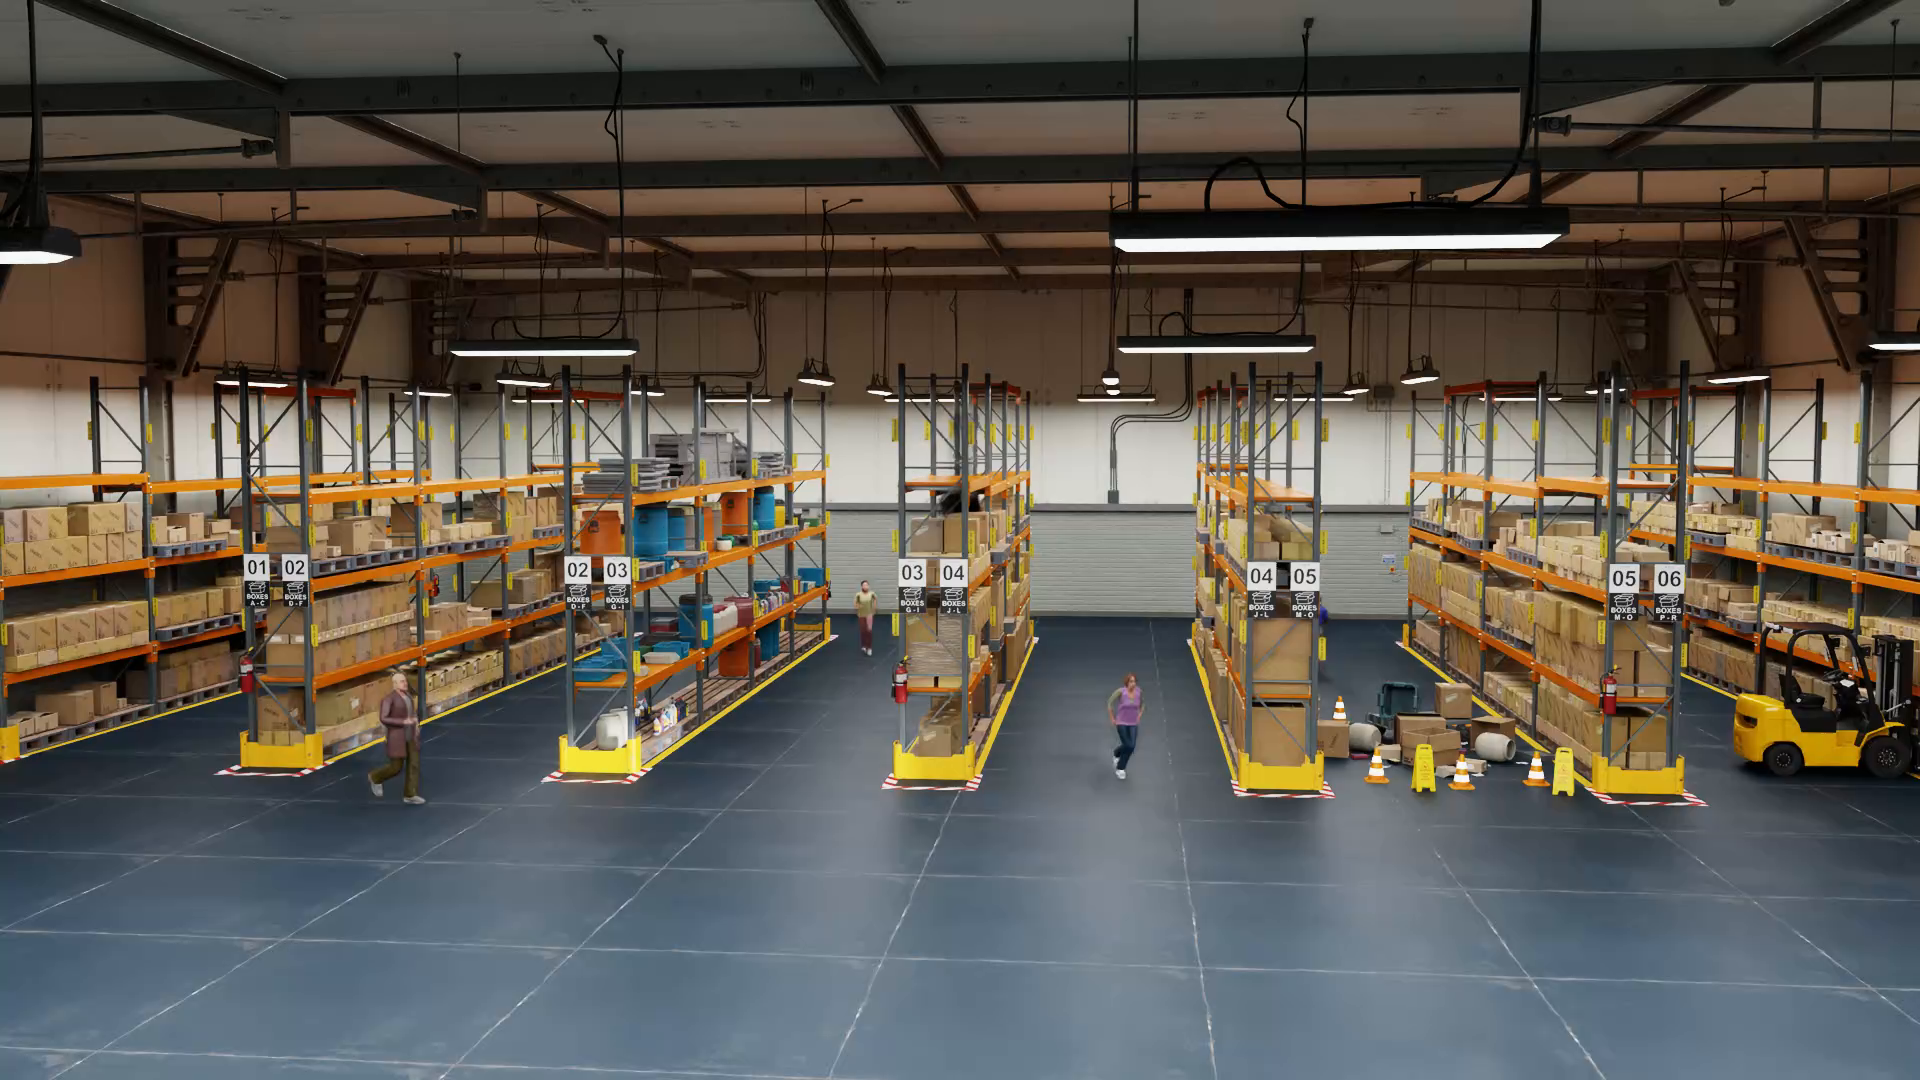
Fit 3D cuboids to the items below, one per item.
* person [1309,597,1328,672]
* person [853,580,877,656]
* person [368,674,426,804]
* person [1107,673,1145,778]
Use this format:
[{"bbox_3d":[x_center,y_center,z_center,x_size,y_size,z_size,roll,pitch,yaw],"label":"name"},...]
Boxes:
[{"bbox_3d":[7.438,1.945,34.960,0.592,1.609,0.763,0,4,1],"label":"person"},{"bbox_3d":[-2.148,1.757,37.646,0.521,1.709,0.790,0,4,0],"label":"person"},{"bbox_3d":[-7.593,2.674,22.460,0.909,1.752,0.711,2,4,23],"label":"person"},{"bbox_3d":[2.434,2.689,24.148,0.524,1.542,0.580,-1,4,-19],"label":"person"}]
